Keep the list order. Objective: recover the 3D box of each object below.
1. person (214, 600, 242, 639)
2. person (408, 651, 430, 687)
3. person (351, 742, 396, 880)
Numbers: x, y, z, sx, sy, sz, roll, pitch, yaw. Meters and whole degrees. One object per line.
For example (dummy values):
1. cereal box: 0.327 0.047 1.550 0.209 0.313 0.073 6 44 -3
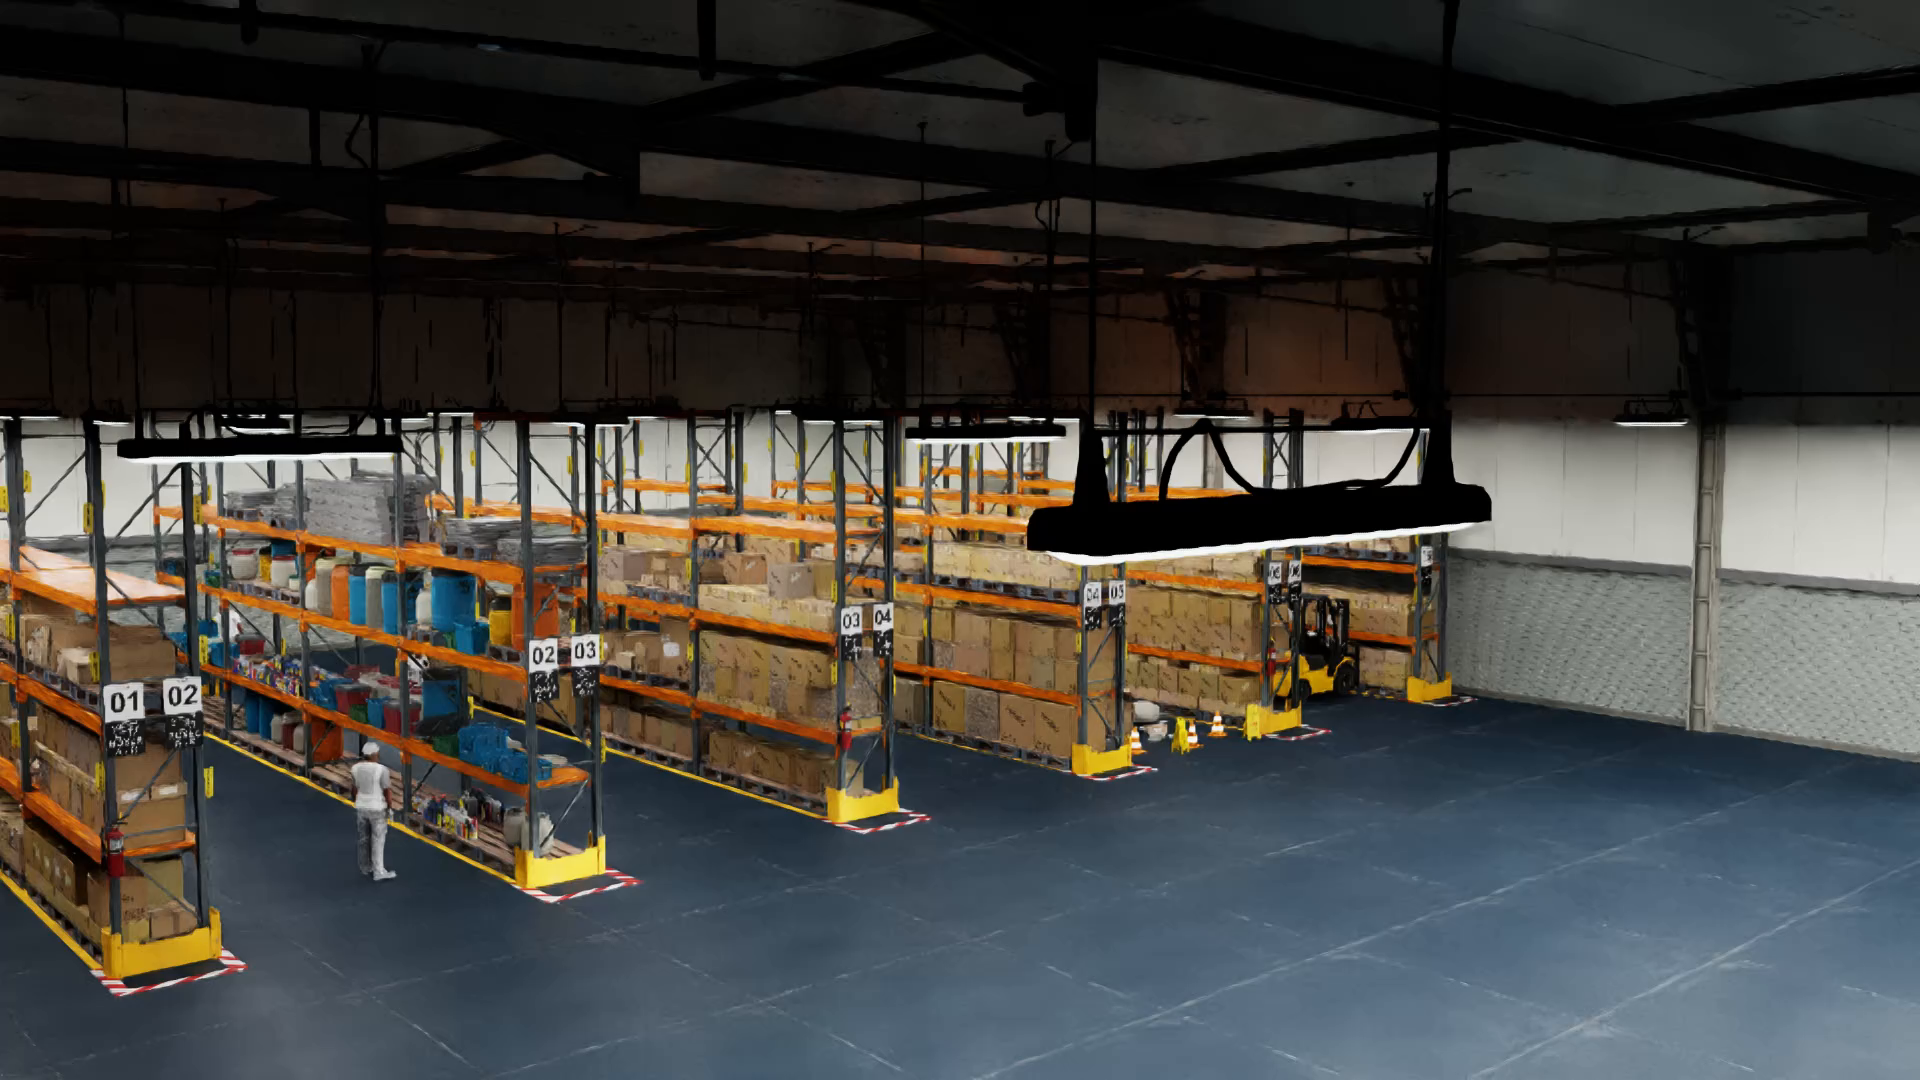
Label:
1. person: -16.441 2.178 37.400 0.613 1.755 0.578 0 5 -5
2. person: -10.371 2.755 31.687 0.608 1.611 0.575 -5 7 -43
3. person: -7.667 3.512 21.769 0.620 1.786 0.456 2 5 18
